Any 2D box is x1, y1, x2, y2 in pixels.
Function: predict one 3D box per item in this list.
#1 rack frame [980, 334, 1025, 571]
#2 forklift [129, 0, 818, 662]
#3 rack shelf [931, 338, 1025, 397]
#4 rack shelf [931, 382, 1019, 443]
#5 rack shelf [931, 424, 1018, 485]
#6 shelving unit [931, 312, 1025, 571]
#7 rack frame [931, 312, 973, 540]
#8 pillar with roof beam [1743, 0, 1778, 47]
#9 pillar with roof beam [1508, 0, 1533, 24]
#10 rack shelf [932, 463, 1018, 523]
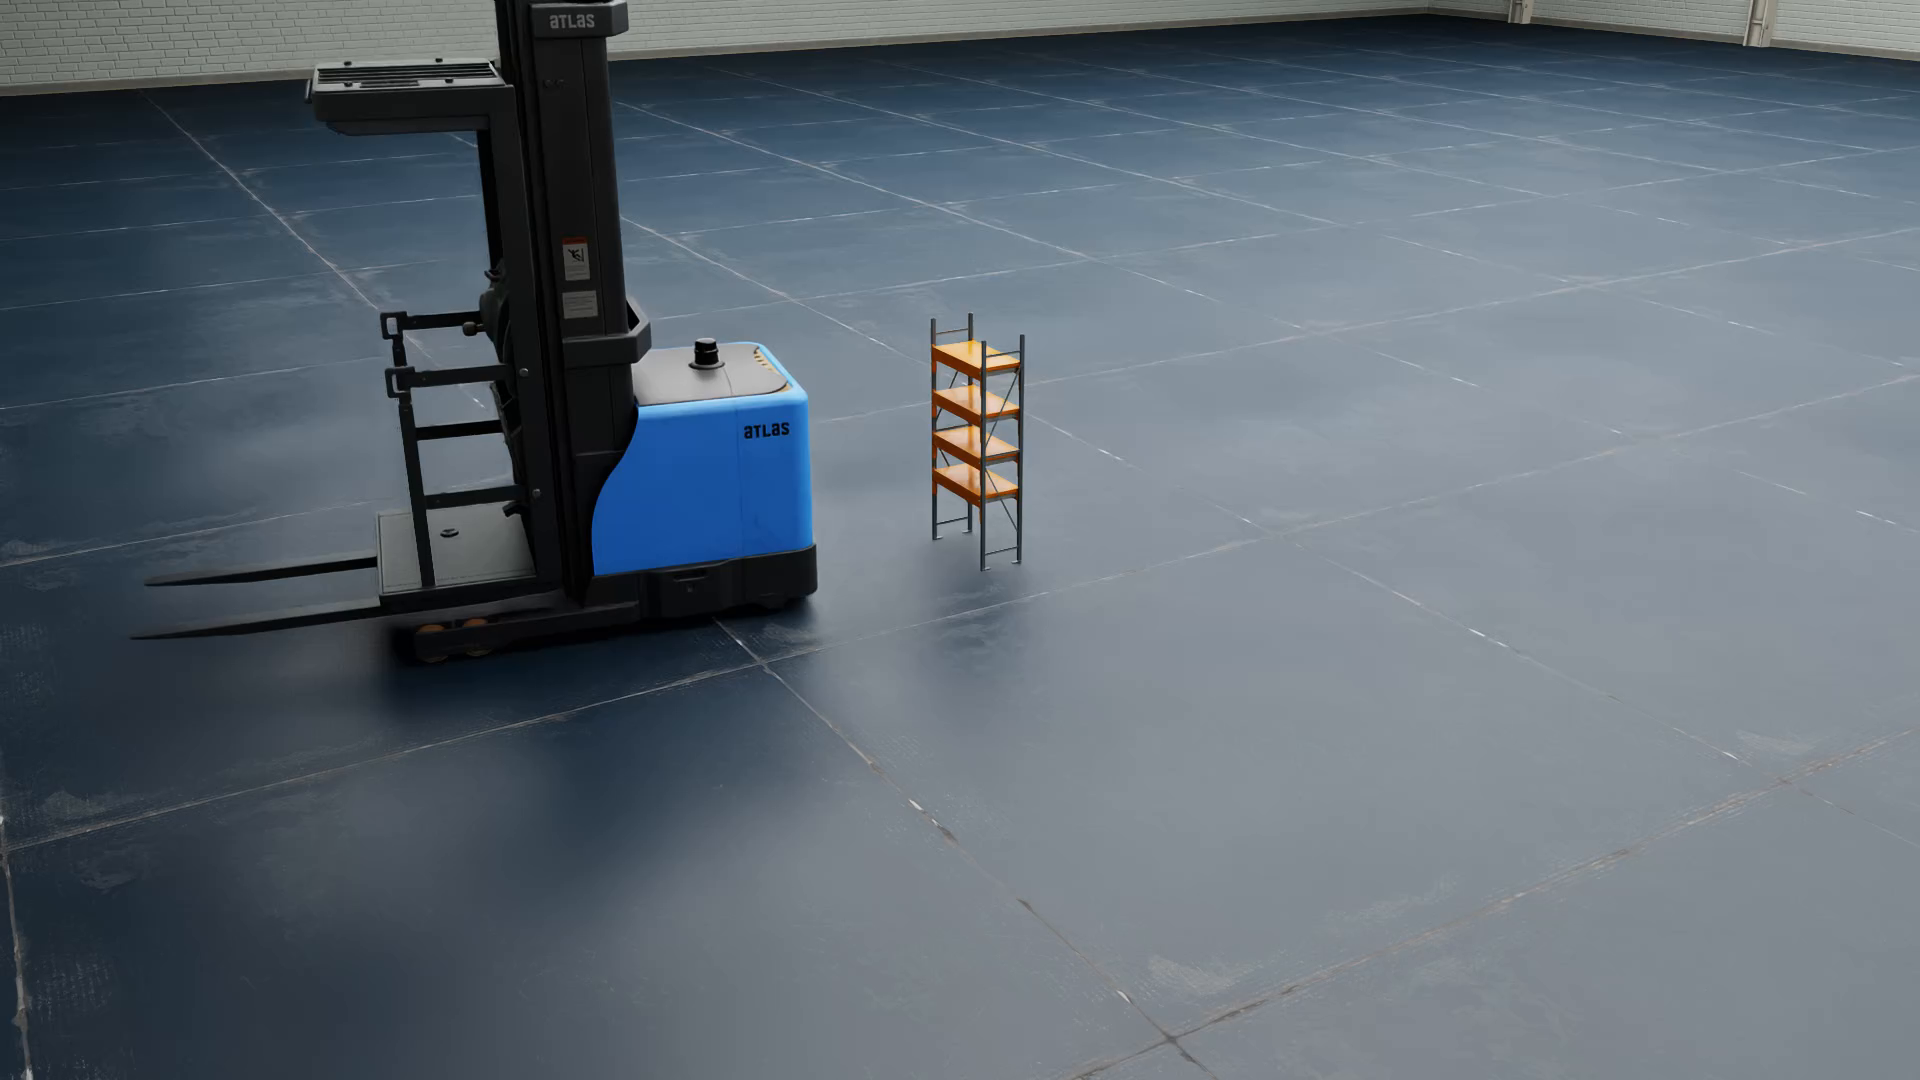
[{"bbox_3d":[0.209,-0.423,8.259,0.240,1.200,0.015,-13,25,-28],"label":"rack frame"},{"bbox_3d":[-2.263,-1.032,7.459,3.031,2.935,1.130,-7,23,-18],"label":"forklift"},{"bbox_3d":[0.085,-0.866,8.306,0.258,0.148,0.480,-13,25,-28],"label":"rack shelf"},{"bbox_3d":[0.085,-0.647,8.395,0.258,0.148,0.480,-13,25,-28],"label":"rack shelf"},{"bbox_3d":[0.085,-0.440,8.479,0.258,0.148,0.480,-13,25,-28],"label":"rack shelf"},{"bbox_3d":[0.085,-0.502,8.454,0.258,1.200,0.503,-13,25,-28],"label":"shelving unit"},{"bbox_3d":[-0.040,-0.581,8.648,0.240,1.200,0.015,-13,25,-28],"label":"rack frame"},{"bbox_3d":[11.981,-13.065,29.005,9.100,9.000,0.400,-13,25,-28],"label":"pillar with roof beam"},{"bbox_3d":[8.916,-15.008,33.784,9.100,9.000,0.400,-13,25,-28],"label":"pillar with roof beam"},{"bbox_3d":[0.085,-0.256,8.554,0.258,0.148,0.480,-13,25,-28],"label":"rack shelf"}]
